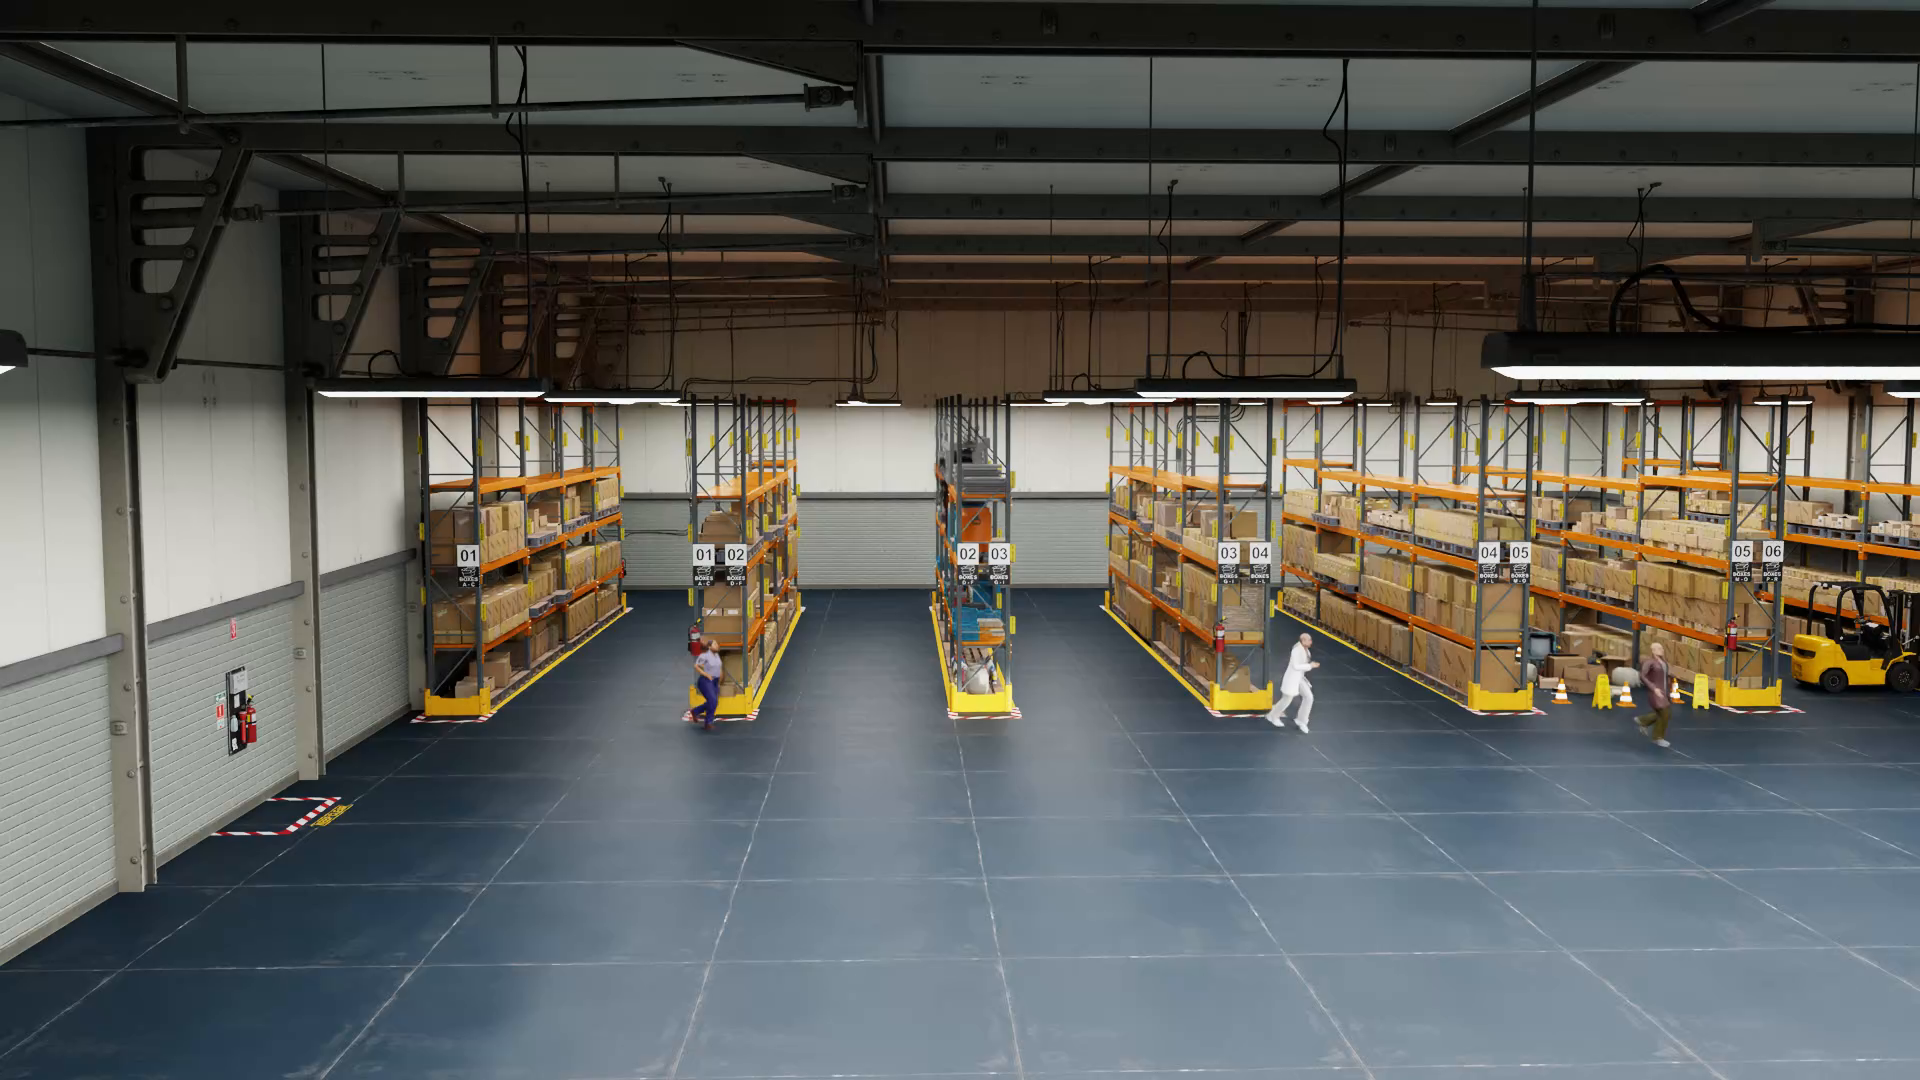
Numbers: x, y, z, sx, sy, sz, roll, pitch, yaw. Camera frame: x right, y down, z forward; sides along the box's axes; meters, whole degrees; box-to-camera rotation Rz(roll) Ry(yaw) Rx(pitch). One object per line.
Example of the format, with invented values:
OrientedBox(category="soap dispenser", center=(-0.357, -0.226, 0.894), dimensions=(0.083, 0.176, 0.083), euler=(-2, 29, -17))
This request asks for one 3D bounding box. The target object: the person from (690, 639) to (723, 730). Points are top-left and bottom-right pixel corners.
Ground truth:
OrientedBox(category="person", center=(-4.542, 2.590, 29.943), dimensions=(0.682, 1.612, 0.648), euler=(3, 5, 31))

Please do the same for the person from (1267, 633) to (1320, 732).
OrientedBox(category="person", center=(5.952, 2.553, 29.636), dimensions=(1.005, 1.828, 0.728), euler=(3, 6, 36))

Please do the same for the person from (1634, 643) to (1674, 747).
OrientedBox(category="person", center=(11.873, 2.623, 28.449), dimensions=(0.707, 1.753, 0.672), euler=(-4, 6, -40))
